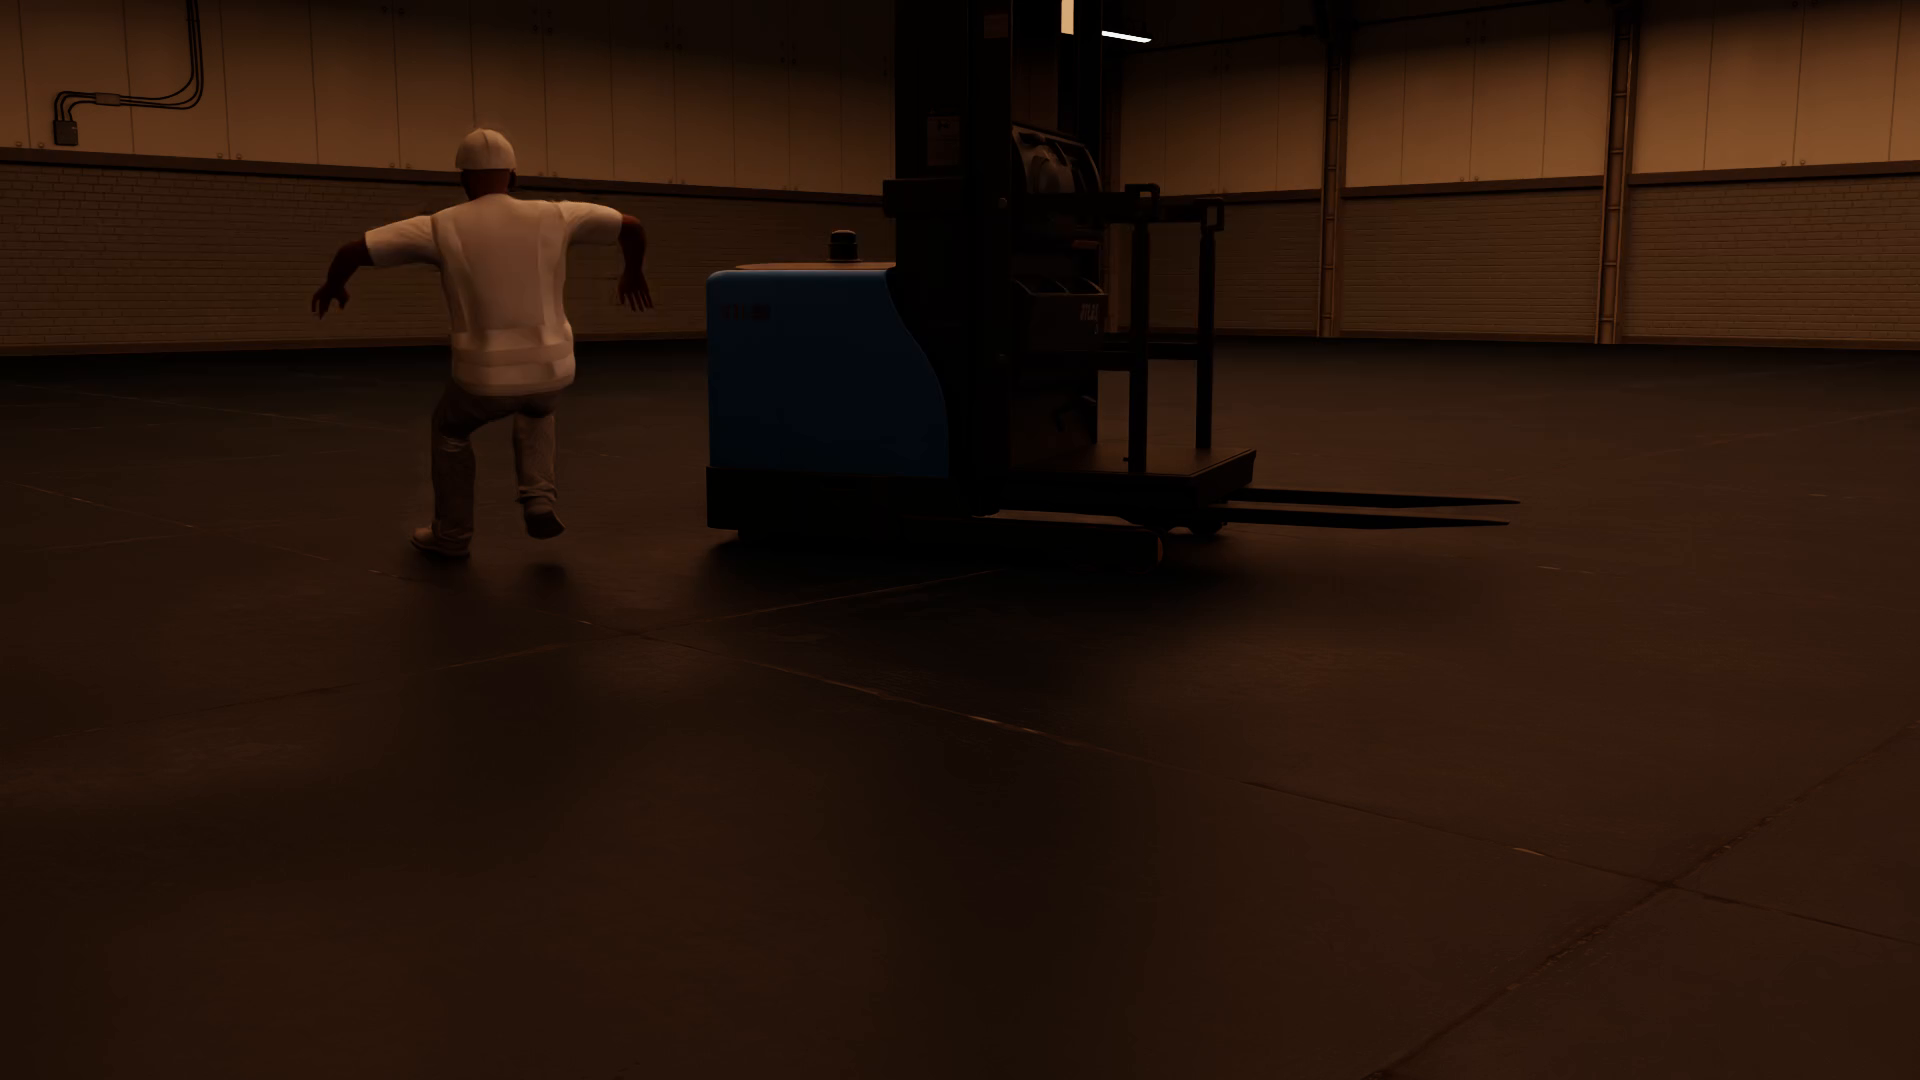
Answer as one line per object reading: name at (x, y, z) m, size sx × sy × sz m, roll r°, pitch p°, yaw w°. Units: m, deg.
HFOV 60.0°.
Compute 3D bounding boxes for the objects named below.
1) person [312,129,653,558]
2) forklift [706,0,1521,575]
person at (-1.718, -0.691, 6.104) m, size 1.205 × 1.565 × 0.823 m, roll -4°, pitch 9°, yaw -25°
forklift at (0.565, -1.416, 6.275) m, size 3.031 × 2.935 × 1.130 m, roll 3°, pitch 9°, yaw 22°
